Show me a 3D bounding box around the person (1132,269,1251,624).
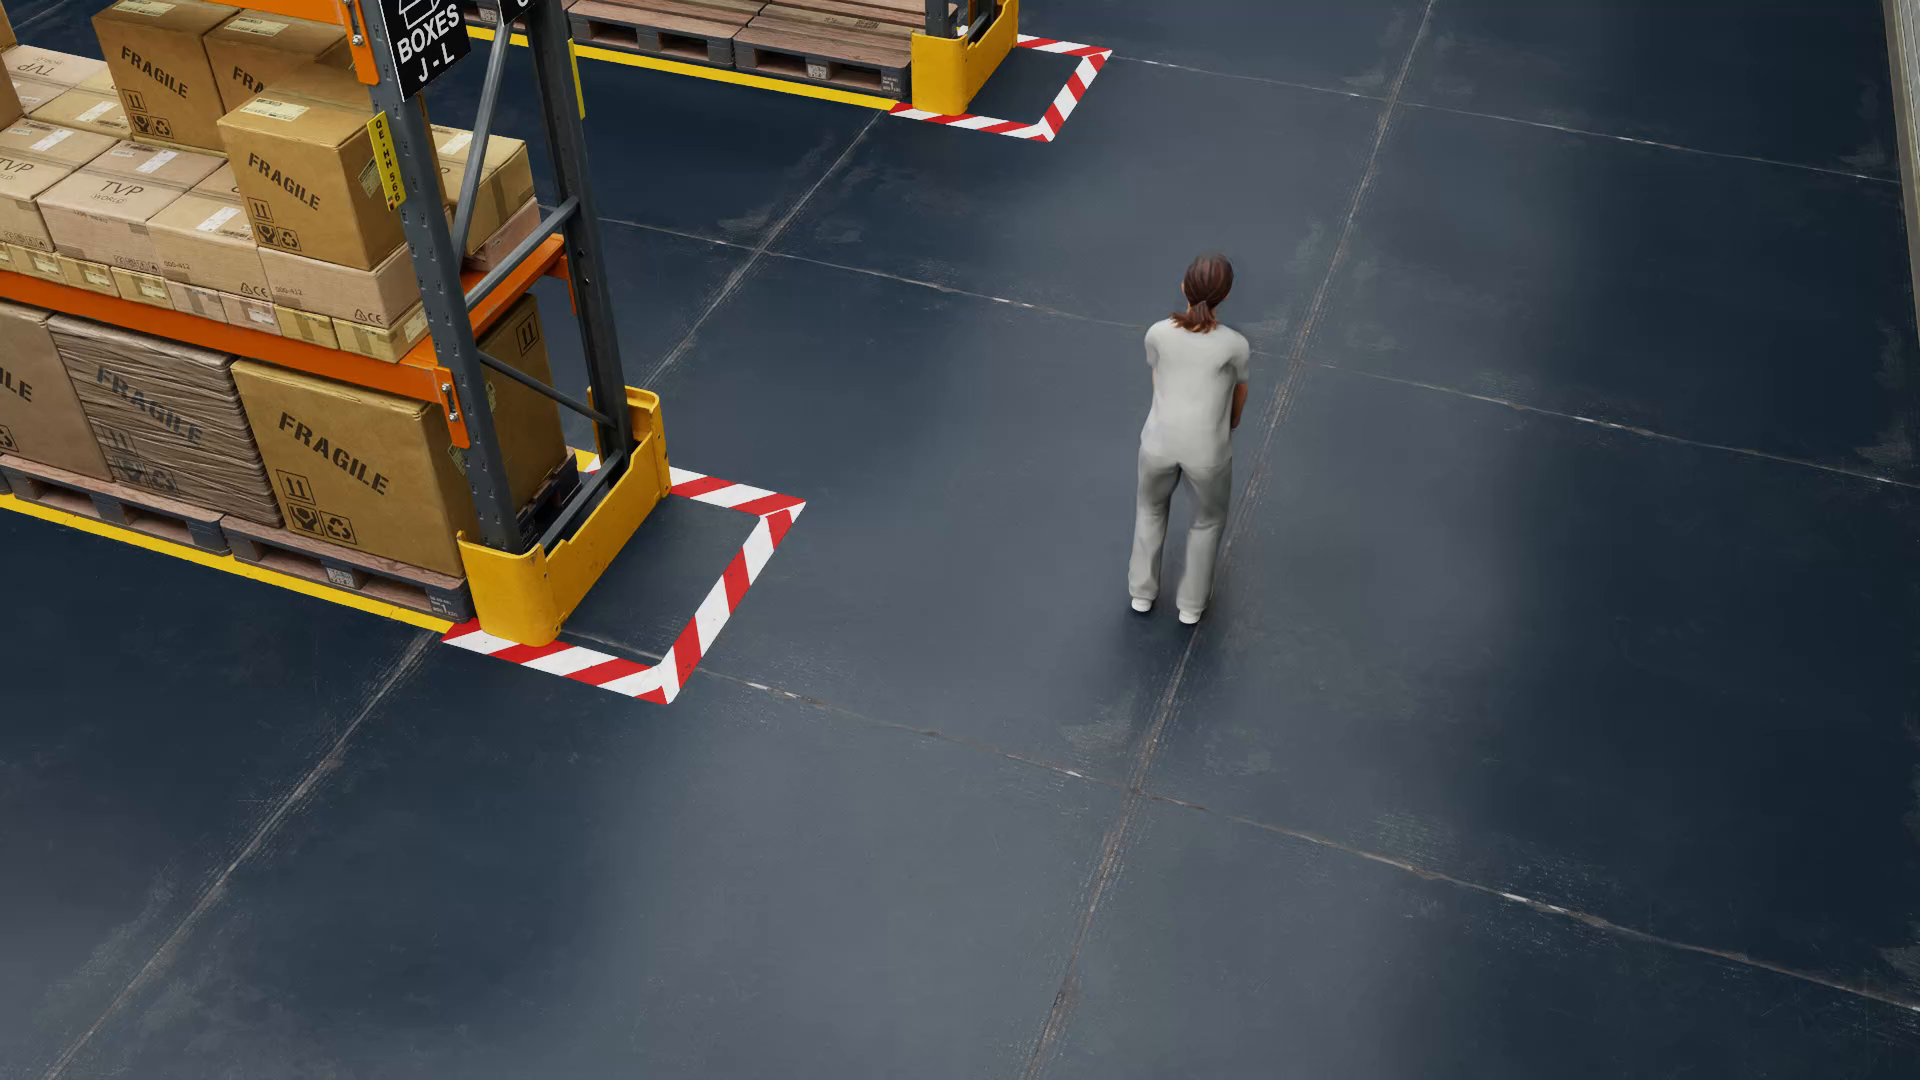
[{"bbox_3d":[0.912,-0.403,6.622,0.436,1.667,0.541,14,44,15],"label":"person"}]
